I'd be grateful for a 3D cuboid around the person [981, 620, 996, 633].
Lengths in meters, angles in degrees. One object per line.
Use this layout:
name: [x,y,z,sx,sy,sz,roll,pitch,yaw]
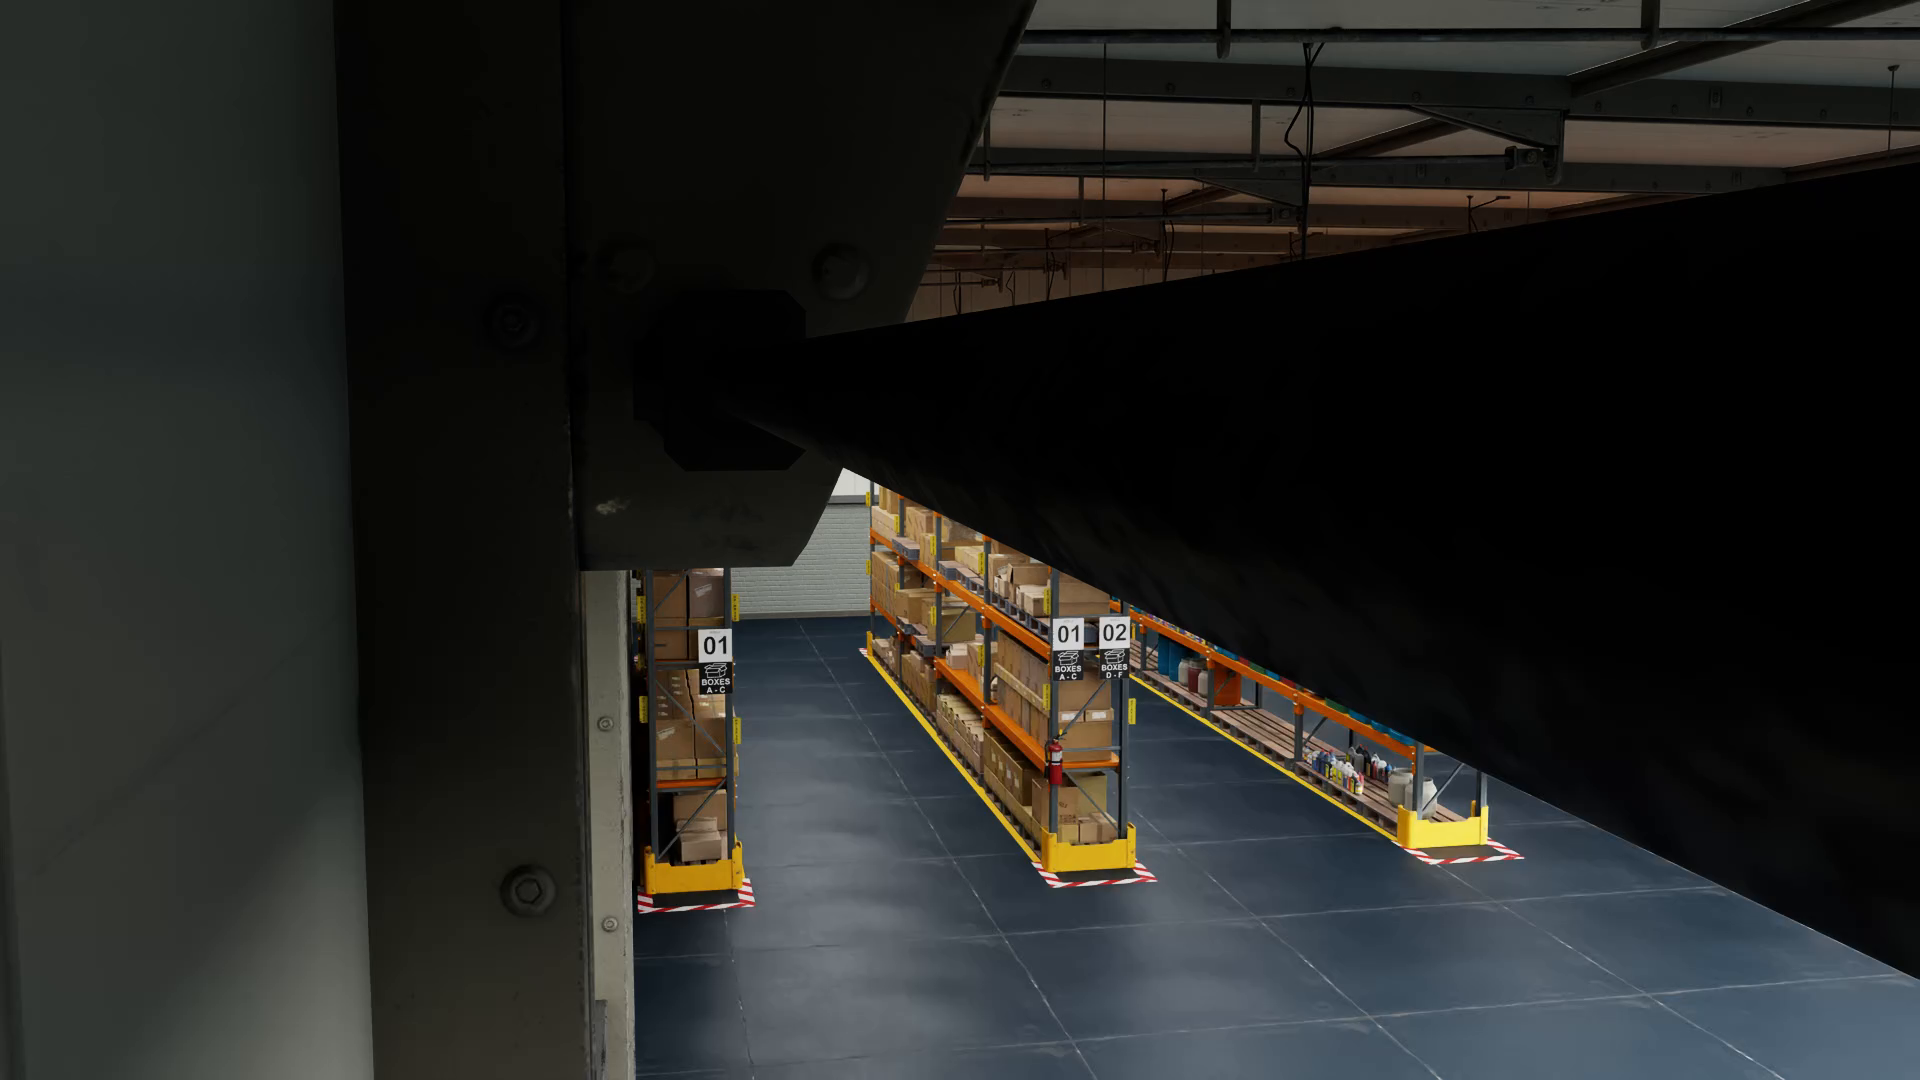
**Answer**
person: [0.639,1.802,35.763,0.386,1.613,0.430,4,7,34]
